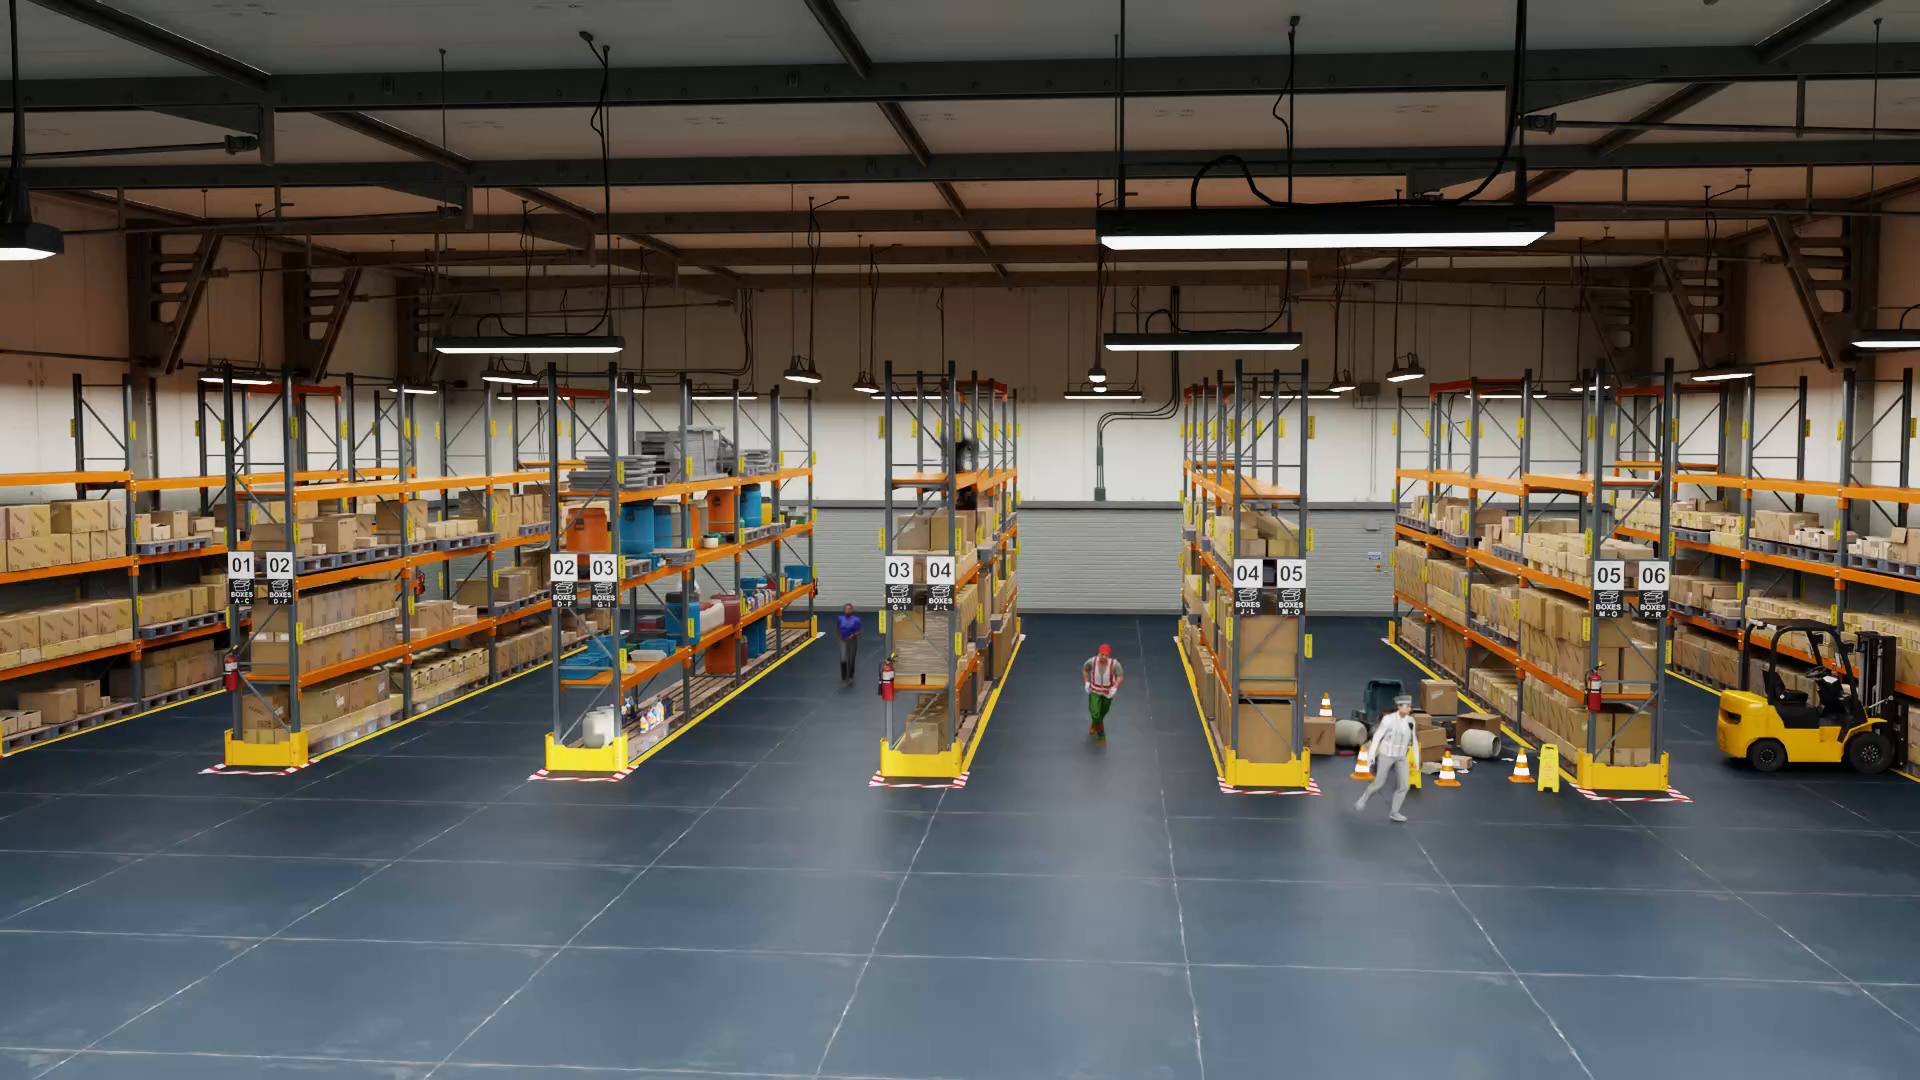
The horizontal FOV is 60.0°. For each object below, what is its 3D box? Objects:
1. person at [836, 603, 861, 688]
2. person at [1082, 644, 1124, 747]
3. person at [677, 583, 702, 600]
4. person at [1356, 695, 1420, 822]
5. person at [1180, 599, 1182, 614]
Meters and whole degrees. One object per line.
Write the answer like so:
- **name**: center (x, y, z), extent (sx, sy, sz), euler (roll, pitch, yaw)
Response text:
- **person**: center (-2.178, 2.063, 32.480), extent (0.484, 1.670, 0.790), euler (0, 4, -4)
- **person**: center (2.279, 2.457, 26.615), extent (0.646, 1.683, 1.059), euler (0, 4, 3)
- **person**: center (-6.524, 1.578, 40.039), extent (0.614, 1.599, 0.542), euler (0, 4, -4)
- **person**: center (5.533, 2.775, 21.494), extent (0.672, 1.619, 0.702), euler (-1, 4, -21)
- **person**: center (5.920, 1.377, 42.467), extent (0.626, 1.713, 0.642), euler (3, 5, 37)
